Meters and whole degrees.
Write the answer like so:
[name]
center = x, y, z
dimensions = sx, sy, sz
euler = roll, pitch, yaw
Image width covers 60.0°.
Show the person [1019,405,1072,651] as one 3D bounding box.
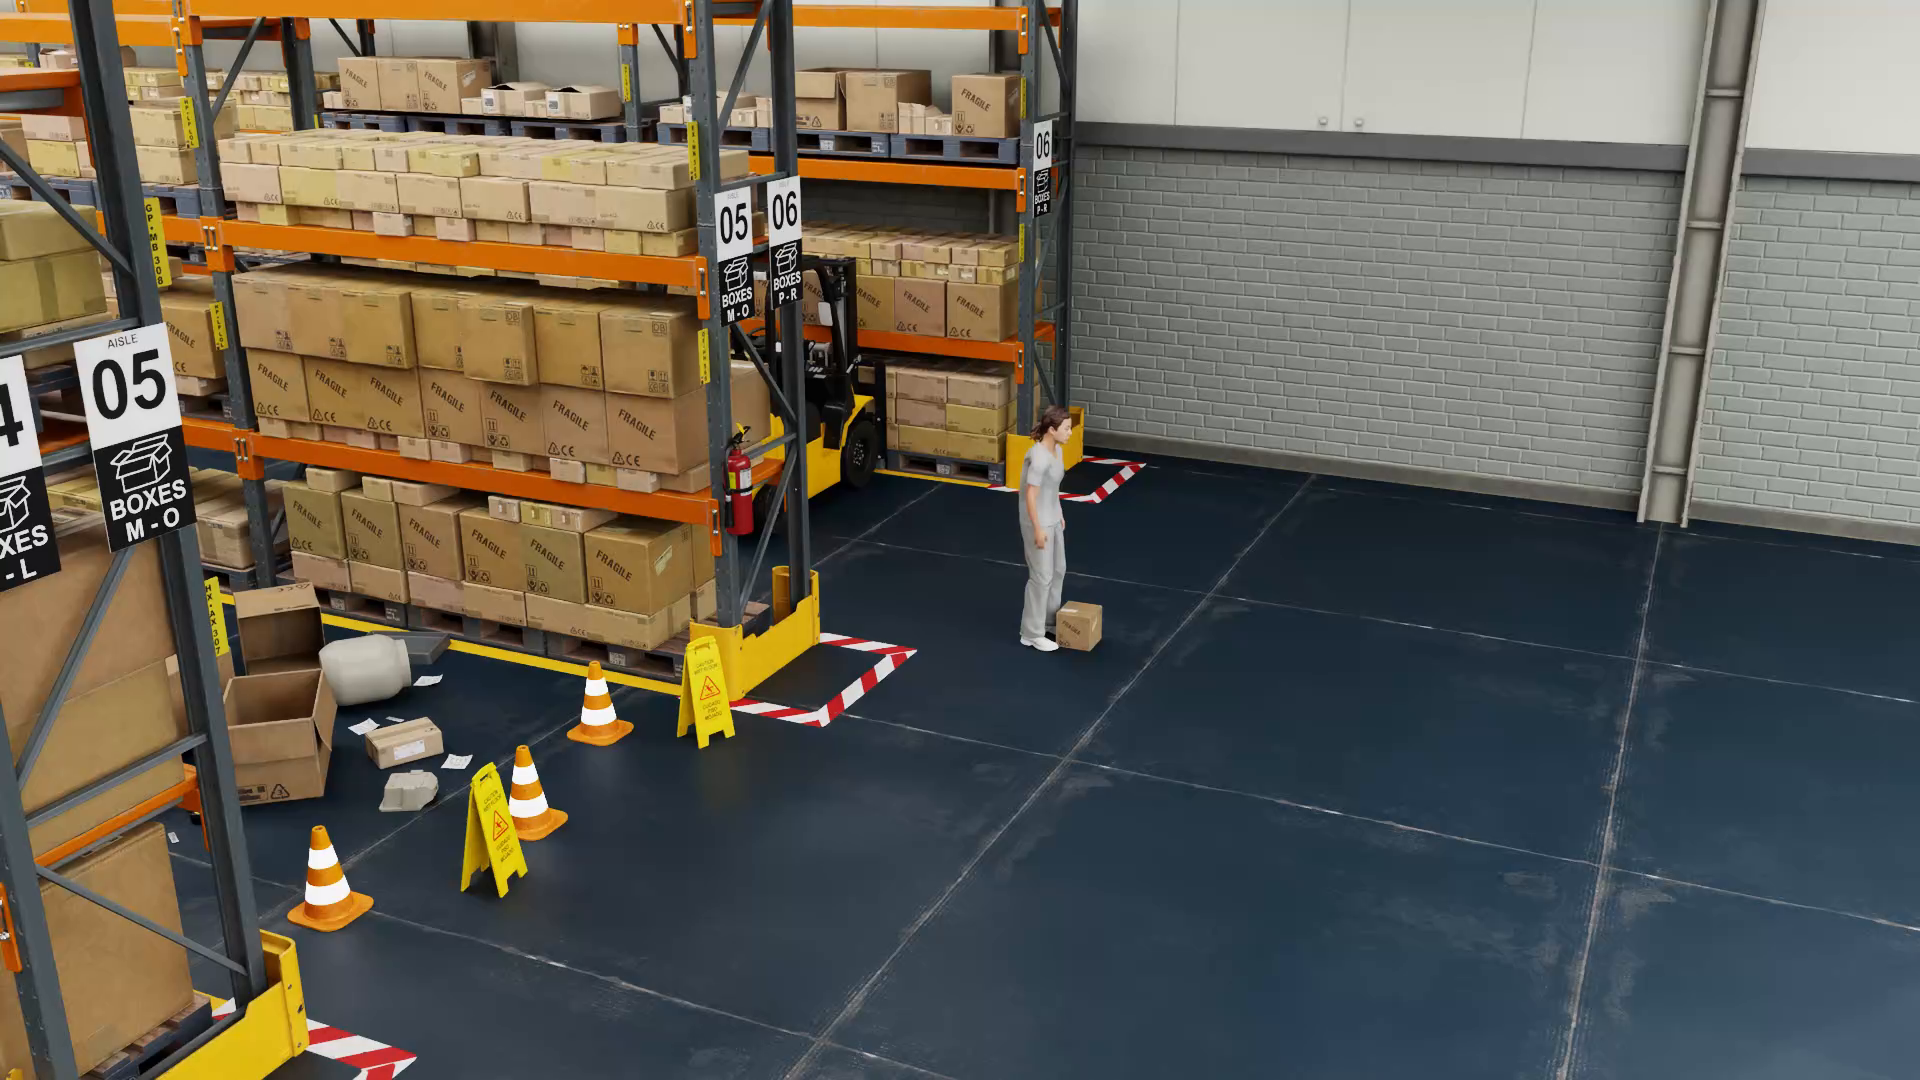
[person]
center = 0.590, -0.106, 11.374
dimensions = 0.359, 1.672, 0.488
euler = 8, 21, 21
